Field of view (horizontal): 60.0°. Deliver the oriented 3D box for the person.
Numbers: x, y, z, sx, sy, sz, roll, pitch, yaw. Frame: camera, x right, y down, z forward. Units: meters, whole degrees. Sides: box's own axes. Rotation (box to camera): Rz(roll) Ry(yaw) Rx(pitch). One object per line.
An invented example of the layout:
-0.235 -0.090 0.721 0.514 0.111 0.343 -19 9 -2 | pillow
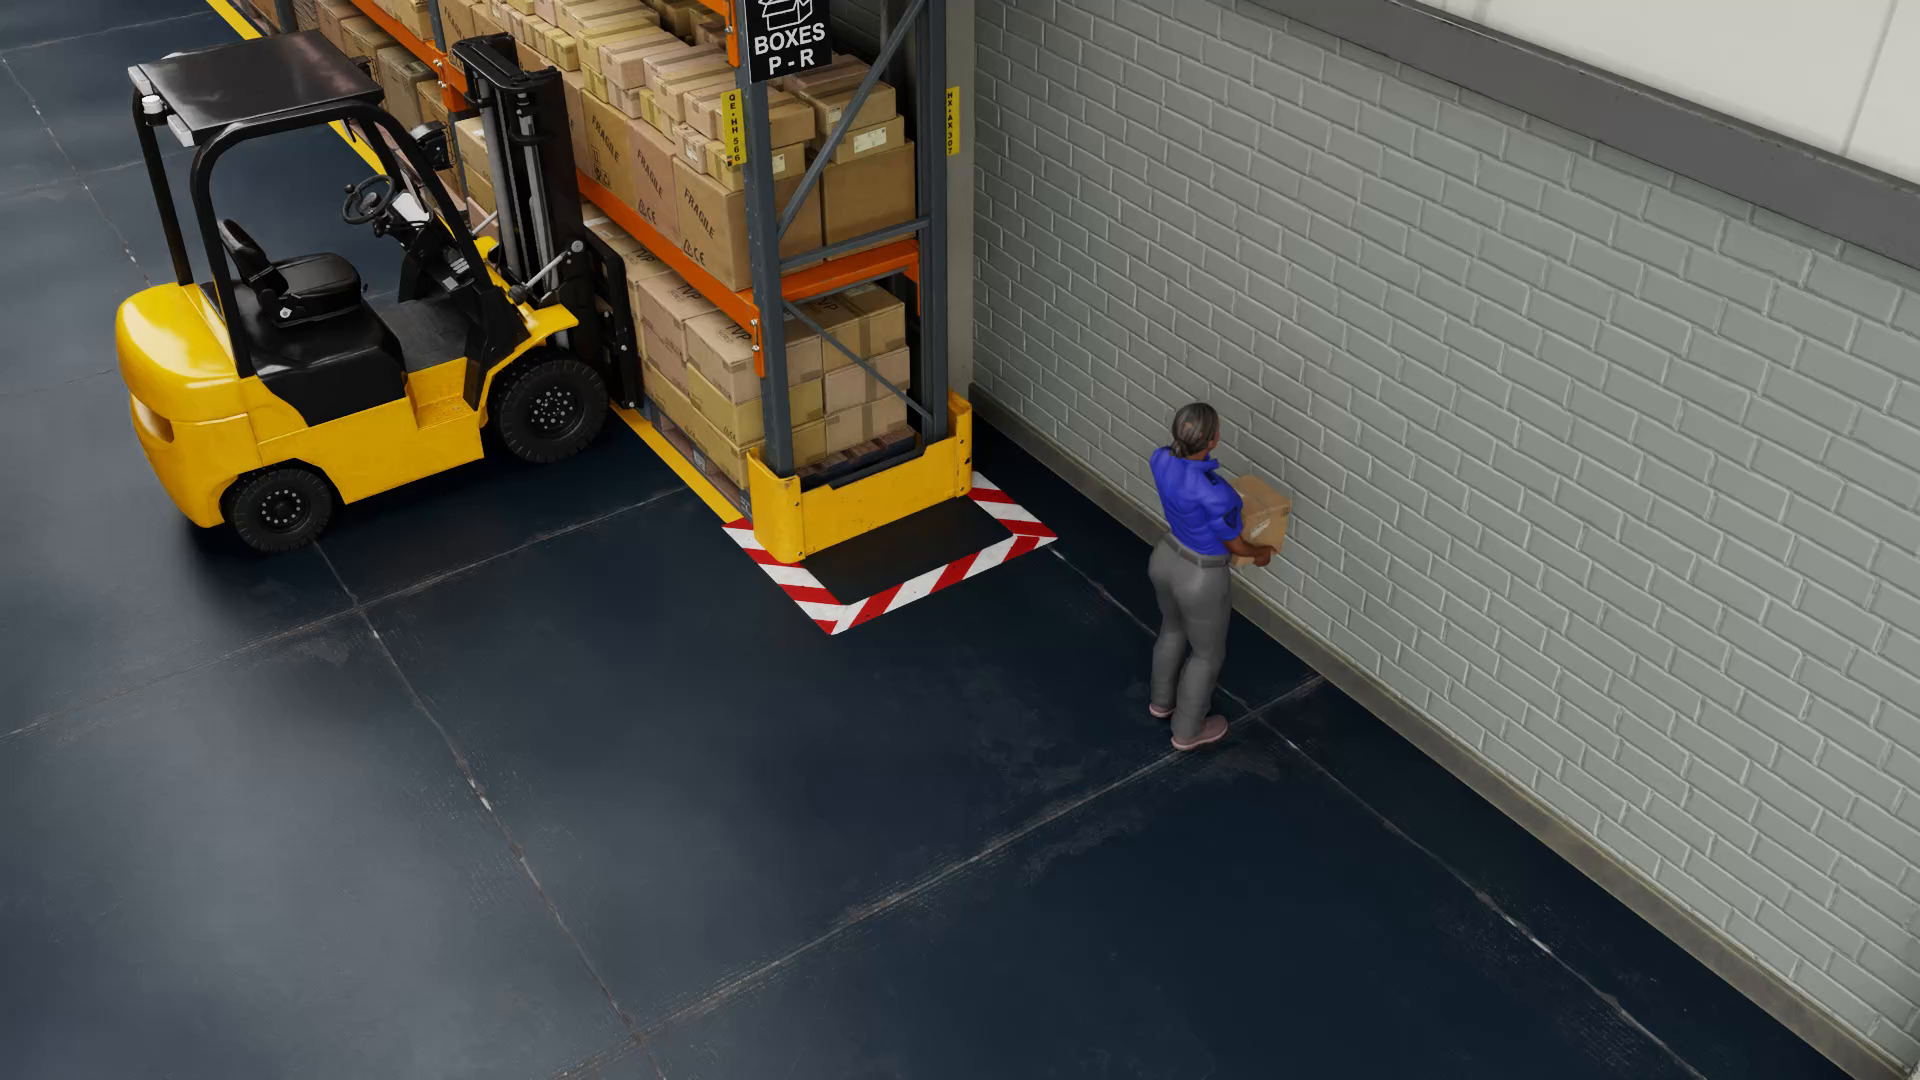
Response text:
1.020 0.118 6.854 0.507 1.652 0.451 -22 42 -27 | person
